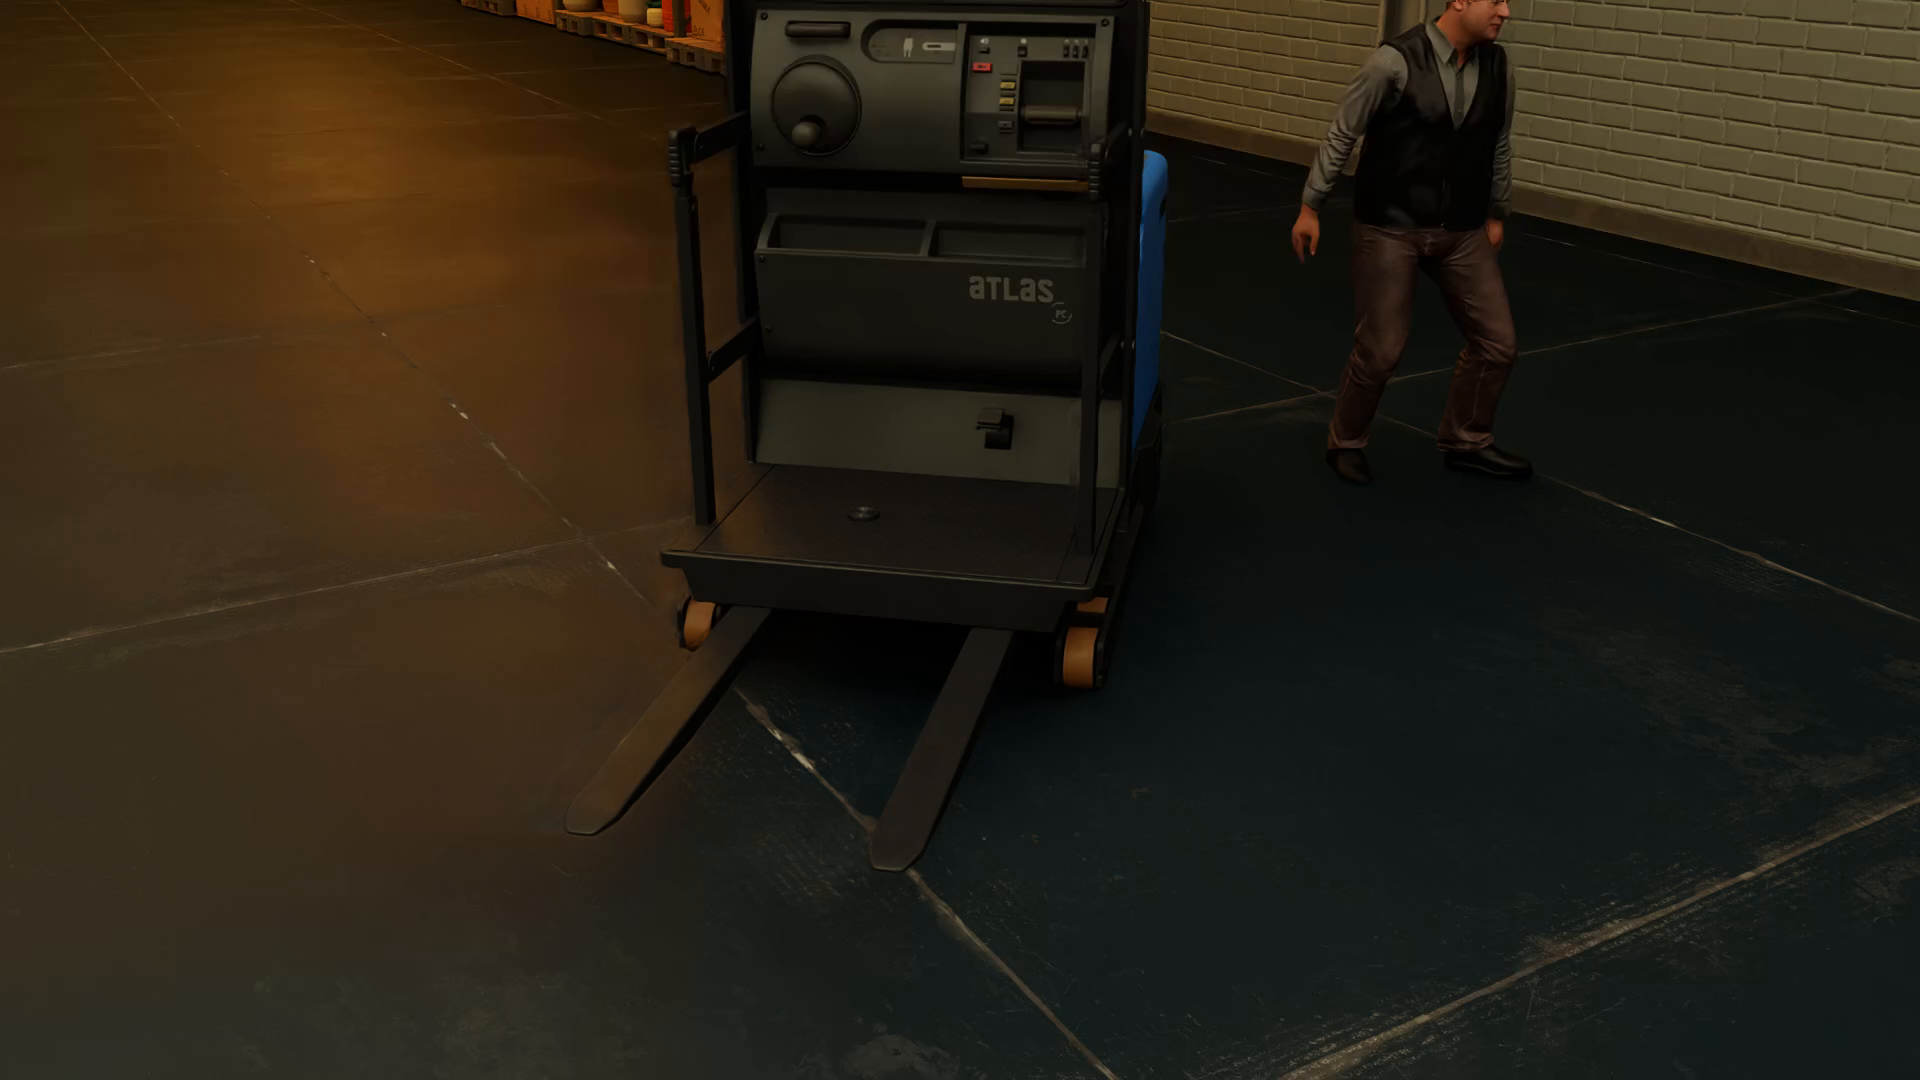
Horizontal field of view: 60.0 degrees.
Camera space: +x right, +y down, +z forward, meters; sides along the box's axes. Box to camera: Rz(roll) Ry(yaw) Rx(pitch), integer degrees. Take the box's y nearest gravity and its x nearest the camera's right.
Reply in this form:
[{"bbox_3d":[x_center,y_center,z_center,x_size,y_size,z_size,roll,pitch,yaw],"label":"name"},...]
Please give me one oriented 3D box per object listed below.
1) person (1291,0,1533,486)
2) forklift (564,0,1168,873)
[{"bbox_3d":[1.497,-1.000,5.390,0.850,1.693,0.407,-4,23,-10],"label":"person"},{"bbox_3d":[-0.120,-1.128,4.023,1.130,2.935,3.031,5,23,11],"label":"forklift"}]
